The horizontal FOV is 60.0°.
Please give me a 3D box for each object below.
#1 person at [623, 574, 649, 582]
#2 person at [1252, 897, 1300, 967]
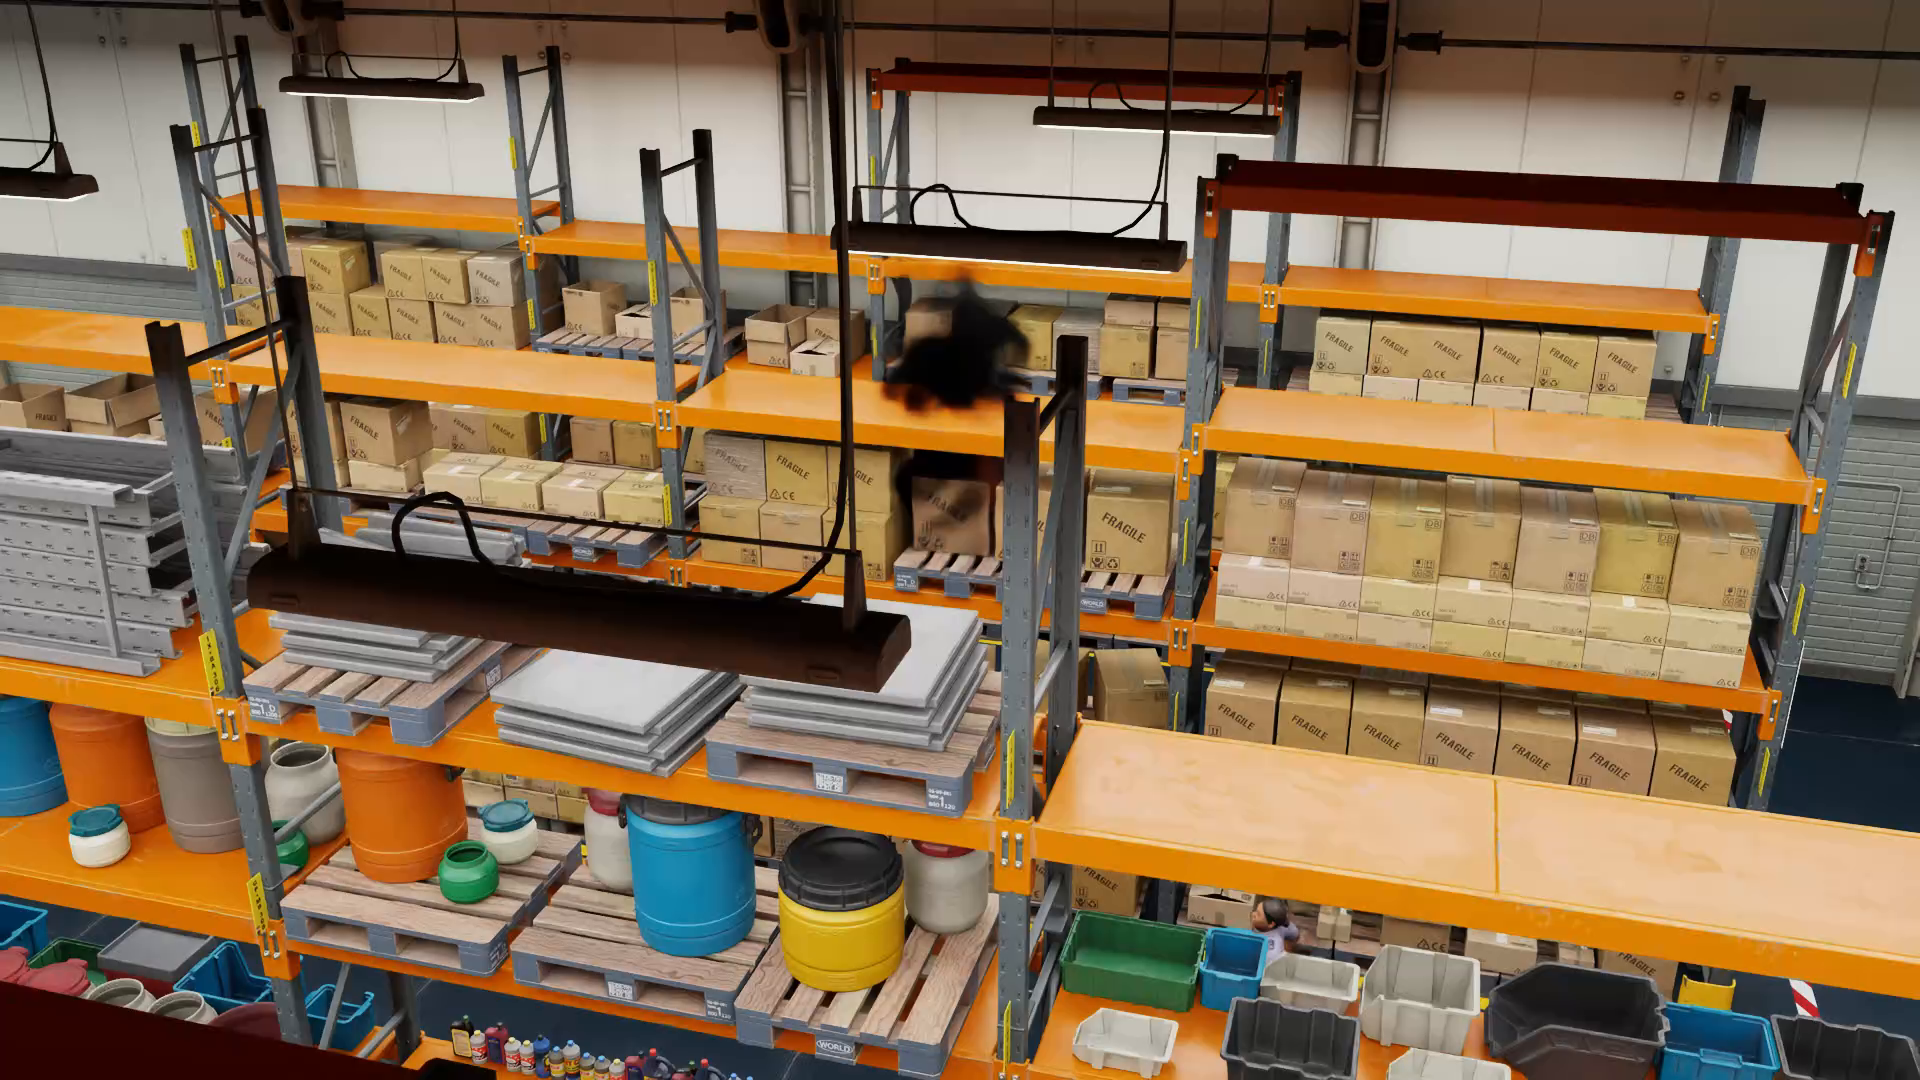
[{"bbox_3d":[-3.029,1.043,15.992,0.779,1.834,0.637,7,23,15],"label":"person"},{"bbox_3d":[2.006,3.114,11.165,0.698,1.698,0.576,1,23,2],"label":"person"}]
